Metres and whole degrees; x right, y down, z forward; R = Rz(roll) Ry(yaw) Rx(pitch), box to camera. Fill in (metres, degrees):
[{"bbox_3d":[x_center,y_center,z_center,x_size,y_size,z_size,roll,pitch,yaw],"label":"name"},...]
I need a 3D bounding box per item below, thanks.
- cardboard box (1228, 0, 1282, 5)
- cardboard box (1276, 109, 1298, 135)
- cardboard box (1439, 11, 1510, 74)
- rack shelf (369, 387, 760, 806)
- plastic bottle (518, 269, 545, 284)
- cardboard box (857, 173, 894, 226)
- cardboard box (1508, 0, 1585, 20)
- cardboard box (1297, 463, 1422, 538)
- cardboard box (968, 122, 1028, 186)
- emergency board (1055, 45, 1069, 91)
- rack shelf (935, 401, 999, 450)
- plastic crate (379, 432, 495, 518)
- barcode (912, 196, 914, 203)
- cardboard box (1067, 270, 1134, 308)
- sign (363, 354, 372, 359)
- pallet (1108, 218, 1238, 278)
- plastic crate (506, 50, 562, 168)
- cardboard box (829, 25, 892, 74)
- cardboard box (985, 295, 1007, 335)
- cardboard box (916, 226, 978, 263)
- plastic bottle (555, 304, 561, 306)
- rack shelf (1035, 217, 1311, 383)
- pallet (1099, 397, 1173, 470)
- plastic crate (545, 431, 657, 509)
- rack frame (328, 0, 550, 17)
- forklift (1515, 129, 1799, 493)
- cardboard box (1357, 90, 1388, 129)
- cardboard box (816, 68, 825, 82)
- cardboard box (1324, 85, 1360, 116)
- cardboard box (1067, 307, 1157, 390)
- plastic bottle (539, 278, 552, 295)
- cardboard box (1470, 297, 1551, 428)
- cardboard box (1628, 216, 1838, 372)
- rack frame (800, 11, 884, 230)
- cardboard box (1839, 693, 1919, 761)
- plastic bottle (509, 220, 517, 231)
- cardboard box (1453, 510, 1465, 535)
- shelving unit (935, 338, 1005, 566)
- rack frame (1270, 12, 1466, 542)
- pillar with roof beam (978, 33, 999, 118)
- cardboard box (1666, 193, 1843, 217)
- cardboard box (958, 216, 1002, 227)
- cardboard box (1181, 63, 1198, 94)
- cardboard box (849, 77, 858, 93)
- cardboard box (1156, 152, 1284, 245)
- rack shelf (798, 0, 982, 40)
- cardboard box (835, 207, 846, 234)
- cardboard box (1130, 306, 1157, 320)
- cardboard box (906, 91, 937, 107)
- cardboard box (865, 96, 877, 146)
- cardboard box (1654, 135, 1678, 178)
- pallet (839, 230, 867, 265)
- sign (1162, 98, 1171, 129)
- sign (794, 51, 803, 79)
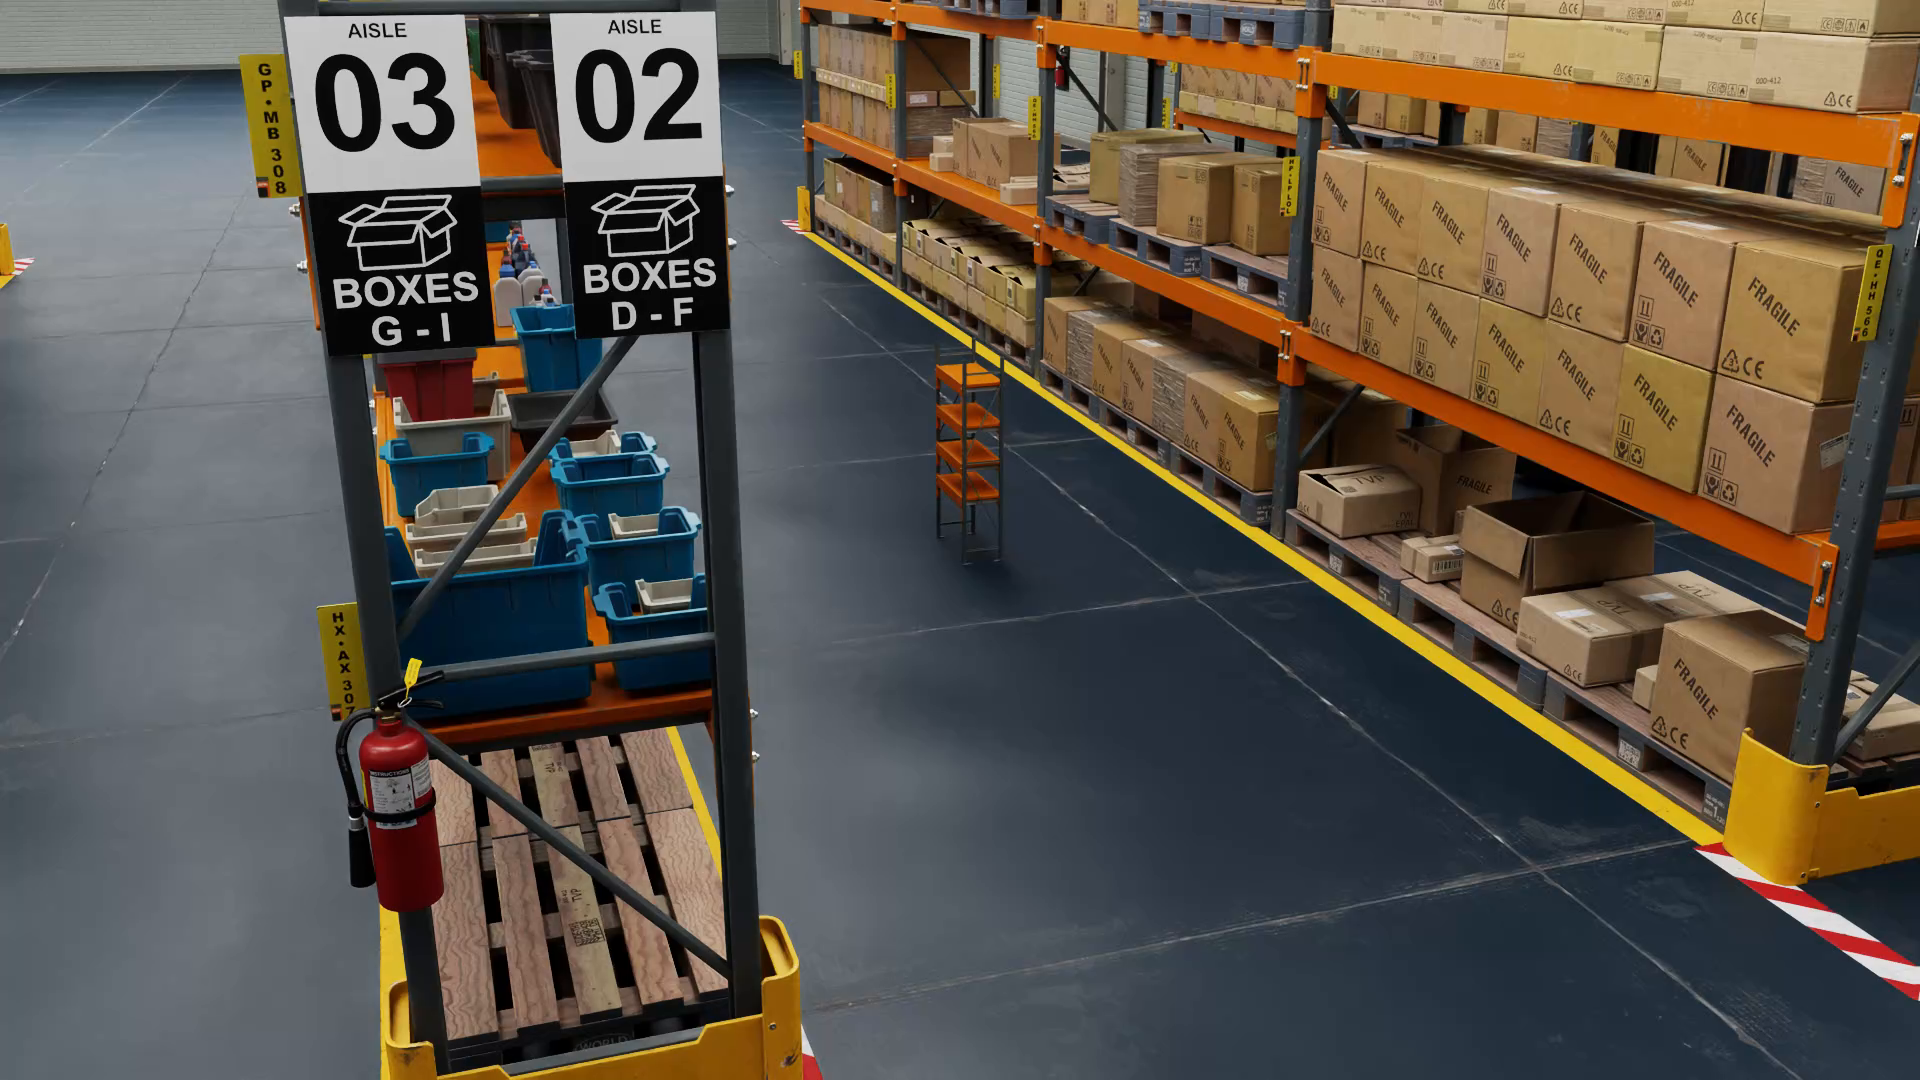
[{"bbox_3d":[2.036,-3.560,10.037,0.600,0.600,0.600,-7,21,-18],"label":"cardboard box"},{"bbox_3d":[3.958,-4.789,19.005,0.500,0.250,0.500,-6,21,-17],"label":"cardboard box"},{"bbox_3d":[2.583,-2.312,7.702,0.500,0.250,0.500,-6,21,-17],"label":"cardboard box"},{"bbox_3d":[-1.719,0.030,6.459,1.077,0.370,4.000,-6,21,-17],"label":"rack shelf"},{"bbox_3d":[-2.495,-1.452,9.706,0.152,0.276,0.135,-6,21,-17],"label":"plastic bottle"},{"bbox_3d":[-0.818,-3.746,18.246,0.500,0.500,0.500,-6,21,-17],"label":"cardboard box"},{"bbox_3d":[2.736,-2.387,7.169,0.500,0.250,0.500,-6,21,-17],"label":"cardboard box"},{"bbox_3d":[2.283,-0.259,9.527,0.500,0.311,0.500,-6,21,-17],"label":"cardboard box"},{"bbox_3d":[0.391,-3.512,15.108,0.500,0.500,0.500,-6,21,-17],"label":"cardboard box"},{"bbox_3d":[1.701,-8.443,28.986,0.194,1.169,0.643,-6,21,-17],"label":"emergency board"},{"bbox_3d":[0.052,-0.659,9.513,0.258,0.148,0.480,-6,21,-17],"label":"rack shelf"},{"bbox_3d":[-1.979,-0.248,6.328,0.416,0.233,0.300,-6,21,-17],"label":"plastic crate"},{"bbox_3d":[-0.473,-3.399,16.568,0.001,0.075,0.075,-6,21,-17],"label":"barcode"},{"bbox_3d":[1.213,-2.126,14.014,0.500,0.311,0.500,-6,21,-15],"label":"cardboard box"},{"bbox_3d":[-2.870,-1.023,7.916,0.100,0.325,0.005,-6,21,-17],"label":"sign"},{"bbox_3d":[1.715,-2.045,11.456,1.003,0.211,1.213,-6,21,-17],"label":"pallet"},{"bbox_3d":[-0.946,-1.170,4.492,0.497,0.269,0.590,-6,21,-17],"label":"plastic crate"},{"bbox_3d":[-1.094,-5.647,19.135,0.700,0.500,0.500,-7,21,-19],"label":"cardboard box"},{"bbox_3d":[0.537,-1.970,14.411,0.500,0.250,0.500,-7,21,-18],"label":"cardboard box"},{"bbox_3d":[-0.112,-2.890,16.141,0.500,0.311,0.500,-7,21,-18],"label":"cardboard box"},{"bbox_3d":[-2.099,-1.101,8.717,0.061,0.283,0.133,-6,21,-17],"label":"plastic bottle"},{"bbox_3d":[1.728,-1.778,11.495,1.077,0.370,4.000,-6,21,-17],"label":"rack shelf"},{"bbox_3d":[1.678,-0.812,11.865,1.003,0.211,1.213,-6,21,-17],"label":"pallet"},{"bbox_3d":[-1.363,-0.249,6.331,0.416,0.233,0.300,-6,21,-17],"label":"plastic crate"},{"bbox_3d":[-2.347,-3.773,7.110,1.000,3.000,0.127,-6,21,-17],"label":"rack frame"},{"bbox_3d":[5.029,-2.007,11.168,1.130,2.935,3.031,18,26,40],"label":"forklift"},{"bbox_3d":[4.671,-4.657,17.646,0.700,0.500,0.500,-6,21,-17],"label":"cardboard box"},{"bbox_3d":[-1.497,-5.530,19.767,0.380,0.149,0.250,-7,21,-18],"label":"cardboard box"},{"bbox_3d":[4.101,-4.981,18.428,0.500,0.500,0.500,-6,21,-17],"label":"cardboard box"},{"bbox_3d":[1.141,-1.446,12.551,0.500,0.500,0.500,-7,21,-19],"label":"cardboard box"},{"bbox_3d":[-2.337,-1.343,9.391,0.061,0.283,0.133,-6,21,-17],"label":"plastic bottle"},{"bbox_3d":[2.738,-0.842,7.675,0.500,0.500,0.500,-7,21,-18],"label":"cardboard box"},{"bbox_3d":[3.053,-0.985,6.594,0.500,0.500,0.500,-6,21,-16],"label":"cardboard box"},{"bbox_3d":[-1.415,-5.326,20.307,1.000,3.000,0.127,-6,21,-17],"label":"rack frame"},{"bbox_3d":[3.808,0.772,6.896,0.380,0.149,0.250,-6,21,-17],"label":"cardboard box"},{"bbox_3d":[-3.072,-2.094,11.483,0.061,0.283,0.133,-6,21,-17],"label":"plastic bottle"},{"bbox_3d":[2.980,-0.074,9.251,0.380,0.149,0.250,-6,21,-17],"label":"cardboard box"},{"bbox_3d":[0.052,-0.512,9.566,0.258,1.200,0.503,-6,21,-17],"label":"shelving unit"},{"bbox_3d":[2.356,-1.475,9.586,1.000,3.000,0.127,-6,21,-17],"label":"rack frame"},{"bbox_3d":[-3.531,-11.938,29.840,9.100,9.000,0.400,-6,21,-17],"label":"pillar with roof beam"},{"bbox_3d":[3.400,-1.208,7.214,0.500,0.500,0.500,-6,21,-16],"label":"cardboard box"},{"bbox_3d":[0.241,-3.110,16.756,0.500,0.311,0.500,-6,21,-17],"label":"cardboard box"},{"bbox_3d":[3.151,-5.960,21.156,0.500,0.500,0.500,-6,21,-17],"label":"cardboard box"},{"bbox_3d":[-1.014,-5.036,18.393,0.380,0.149,0.250,-6,21,-17],"label":"cardboard box"},{"bbox_3d":[1.742,-2.280,11.058,0.700,0.500,0.500,-12,23,-31],"label":"cardboard box"},{"bbox_3d":[-0.787,-5.757,18.135,1.077,0.370,4.000,-6,21,-17],"label":"rack shelf"},{"bbox_3d":[-1.141,-3.713,19.264,0.500,0.250,0.500,-6,21,-17],"label":"cardboard box"},{"bbox_3d":[1.616,-1.514,12.742,0.500,0.500,0.500,-6,20,-15],"label":"cardboard box"},{"bbox_3d":[-0.447,-4.459,16.787,0.380,0.149,0.250,-6,21,-17],"label":"cardboard box"},{"bbox_3d":[-0.630,-4.561,18.030,0.700,0.500,0.500,-6,21,-16],"label":"cardboard box"},{"bbox_3d":[5.866,-3.131,13.578,0.500,0.500,0.500,-6,21,-15],"label":"cardboard box"},{"bbox_3d":[-0.756,-3.382,19.020,1.003,0.211,1.213,-6,21,-17],"label":"pallet"},{"bbox_3d":[1.611,-3.327,13.147,0.100,0.325,0.005,-6,21,-17],"label":"sign"},{"bbox_3d":[-1.944,-5.714,19.989,0.100,0.325,0.005,-6,21,-17],"label":"sign"}]
